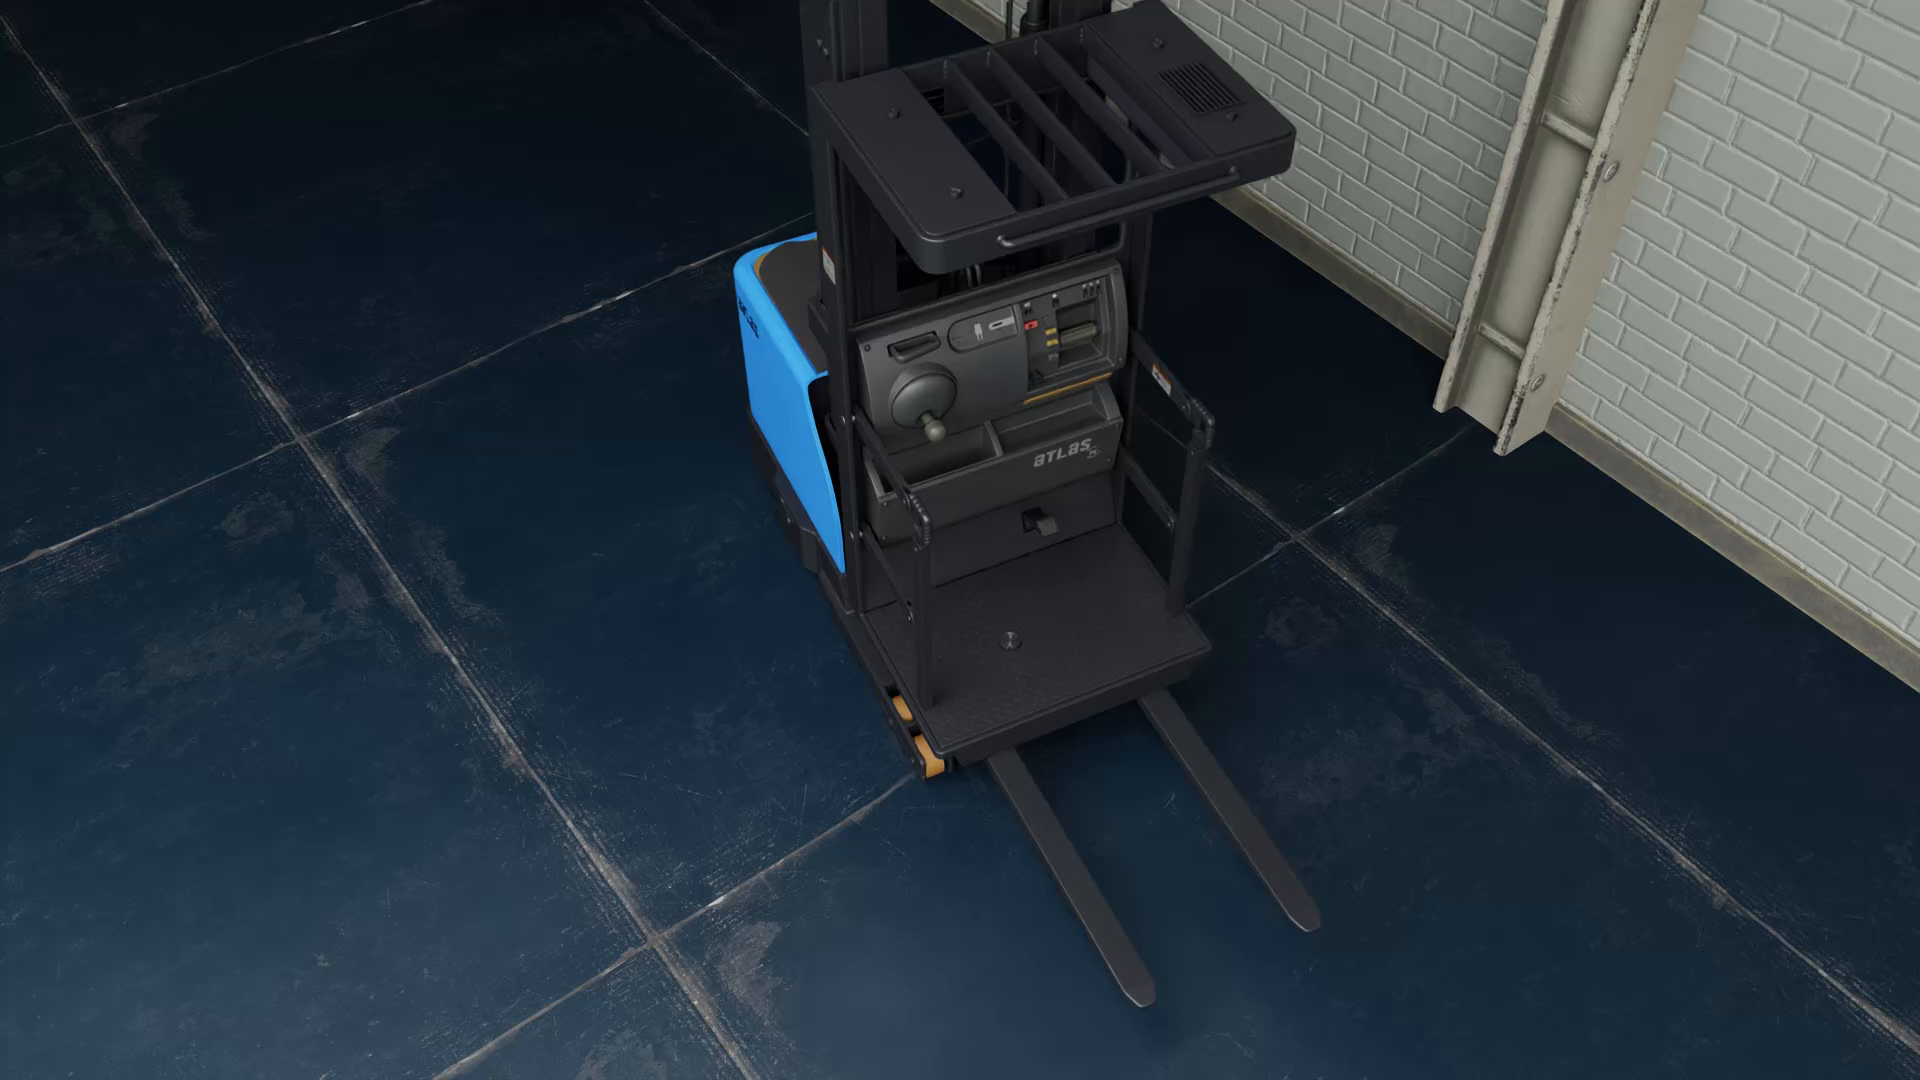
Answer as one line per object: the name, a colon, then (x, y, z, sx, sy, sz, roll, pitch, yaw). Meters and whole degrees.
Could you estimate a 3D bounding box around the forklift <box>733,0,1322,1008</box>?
forklift: (0.213, -0.508, 5.231, 1.130, 2.935, 3.031, -19, 51, -17)

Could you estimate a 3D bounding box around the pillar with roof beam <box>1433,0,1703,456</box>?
pillar with roof beam: (-1.119, -1.630, 2.152, 9.100, 9.000, 0.400, -29, 54, -24)
